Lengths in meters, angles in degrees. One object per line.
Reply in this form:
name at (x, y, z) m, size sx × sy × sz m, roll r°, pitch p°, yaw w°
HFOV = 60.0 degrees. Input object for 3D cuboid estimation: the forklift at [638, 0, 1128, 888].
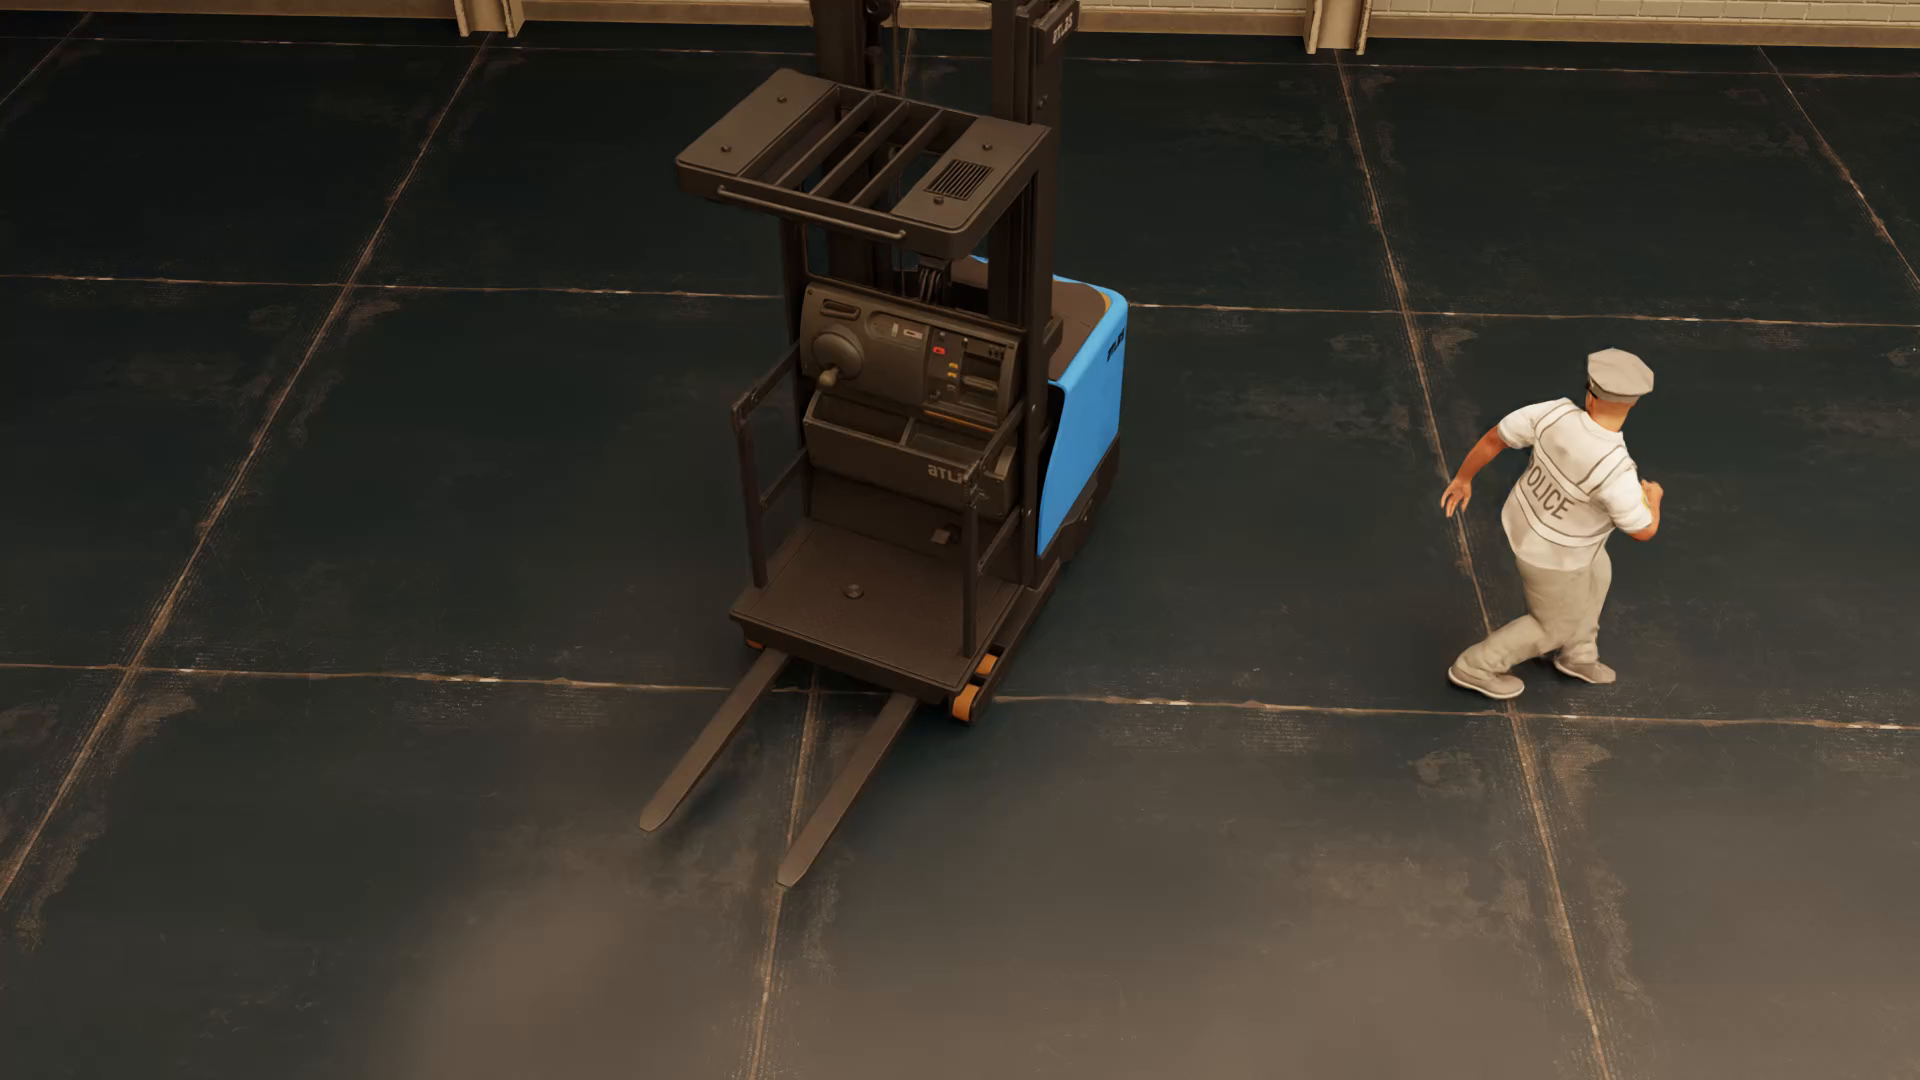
forklift at (-0.299, -0.648, 6.452) m, size 1.130 × 2.935 × 3.031 m, roll 17°, pitch 45°, yaw 18°

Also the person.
person at (2.434, 0.012, 6.699) m, size 0.915 × 1.735 × 0.579 m, roll -1°, pitch 42°, yaw -1°
